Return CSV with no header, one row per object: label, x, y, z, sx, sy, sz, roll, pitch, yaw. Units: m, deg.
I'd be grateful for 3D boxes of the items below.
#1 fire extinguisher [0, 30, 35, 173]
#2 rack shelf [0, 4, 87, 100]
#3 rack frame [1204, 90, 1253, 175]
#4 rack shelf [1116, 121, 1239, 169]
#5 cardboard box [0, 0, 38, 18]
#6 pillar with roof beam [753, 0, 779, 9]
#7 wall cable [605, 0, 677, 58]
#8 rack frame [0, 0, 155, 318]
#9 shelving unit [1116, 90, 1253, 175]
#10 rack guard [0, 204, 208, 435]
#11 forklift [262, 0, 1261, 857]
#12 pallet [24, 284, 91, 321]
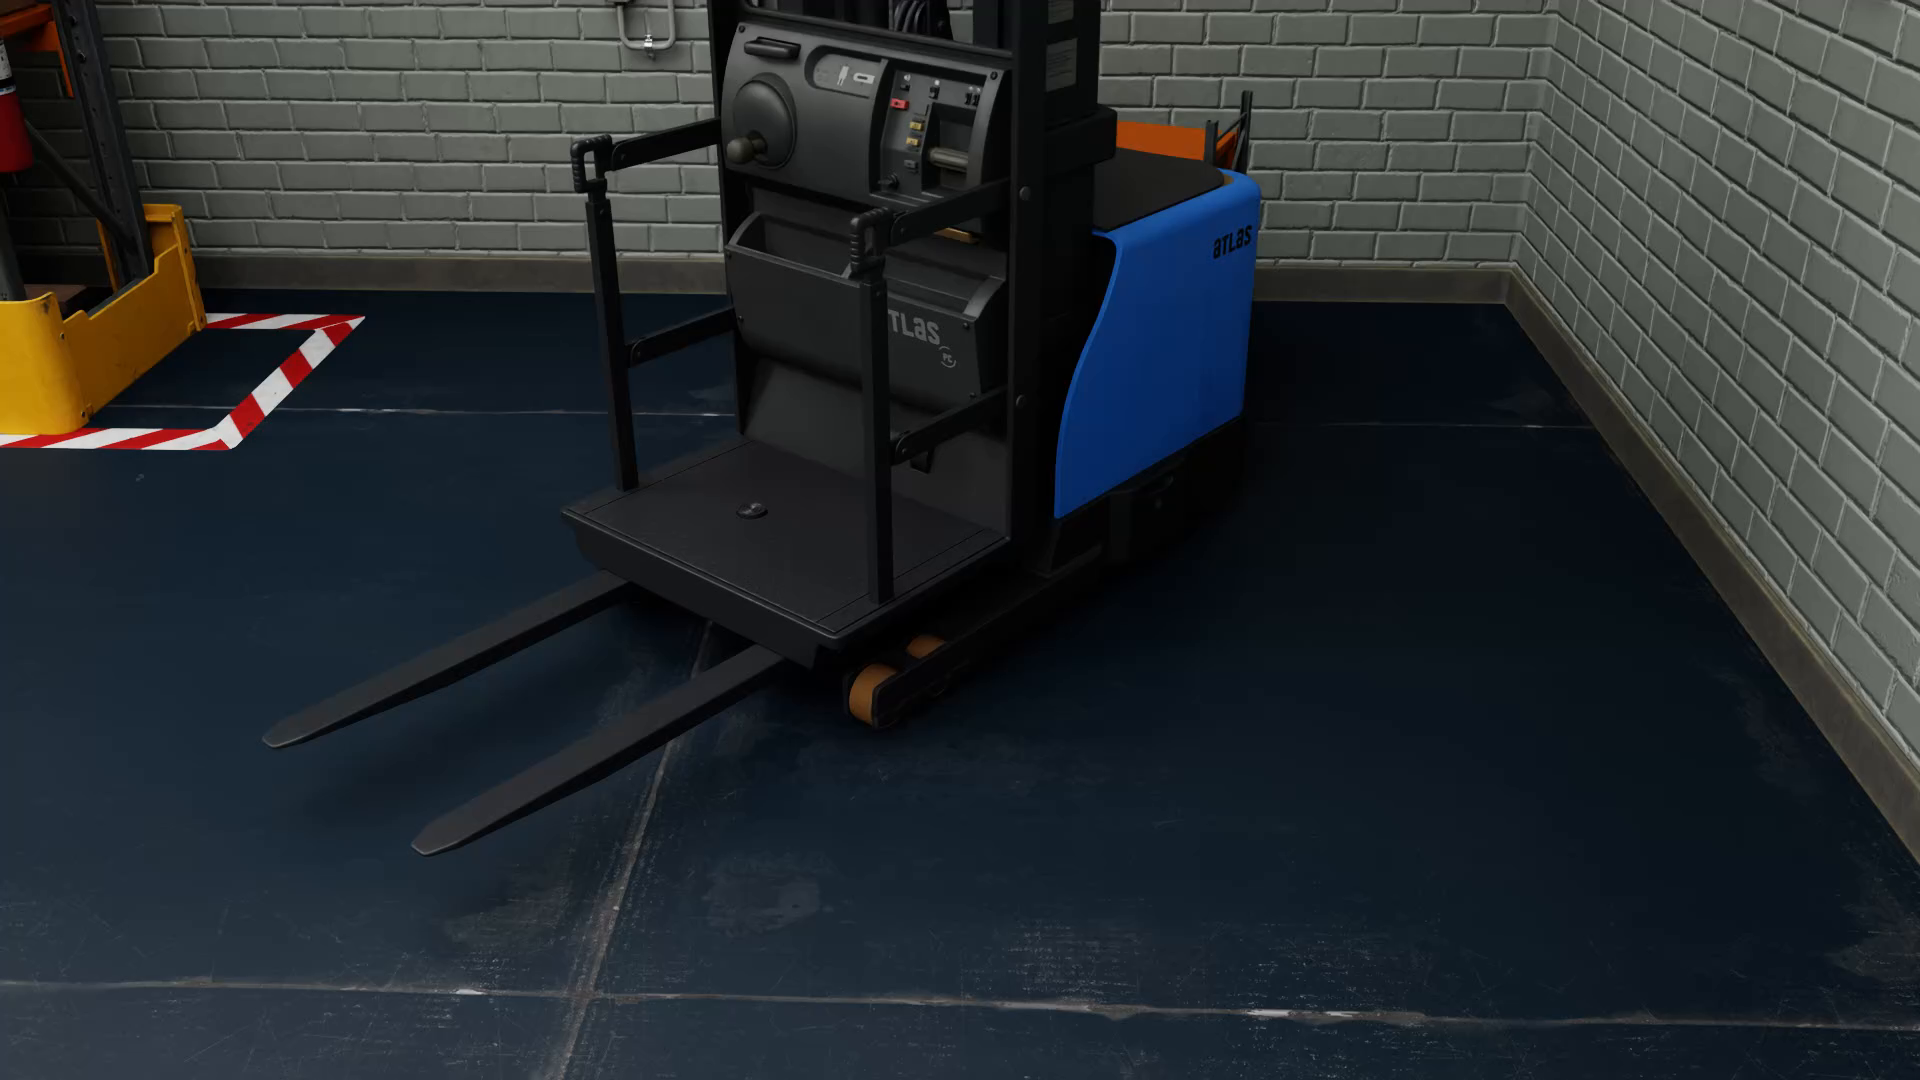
fire extinguisher,-3.222,-1.559,5.469,0.183,0.674,0.296,1,28,2
rack shelf,-5.355,-1.692,6.007,4.000,0.370,1.077,1,28,2
rack frame,0.912,-0.966,5.867,0.032,1.125,0.500,11,30,20
rack shelf,0.444,-1.317,5.906,1.000,0.278,0.538,11,30,20
cardboard box,-3.866,-2.113,5.713,0.700,0.700,0.980,2,28,4
pillar with roof beam,-0.779,-2.972,1.249,0.400,9.000,9.100,1,28,2
wall cable,-2.043,-2.847,6.333,1.851,1.984,0.084,1,28,2
rack frame,-3.356,-1.976,5.776,0.127,3.000,1.000,1,28,2
shelving unit,0.444,-1.058,6.043,1.048,1.125,0.538,11,30,20
rack guard,-3.332,-0.872,6.360,0.348,0.500,1.175,1,28,2
forklift,-0.405,-1.072,4.142,1.130,2.935,3.031,22,35,35
pallet,-4.158,-0.721,6.385,1.213,0.211,1.003,1,28,2
